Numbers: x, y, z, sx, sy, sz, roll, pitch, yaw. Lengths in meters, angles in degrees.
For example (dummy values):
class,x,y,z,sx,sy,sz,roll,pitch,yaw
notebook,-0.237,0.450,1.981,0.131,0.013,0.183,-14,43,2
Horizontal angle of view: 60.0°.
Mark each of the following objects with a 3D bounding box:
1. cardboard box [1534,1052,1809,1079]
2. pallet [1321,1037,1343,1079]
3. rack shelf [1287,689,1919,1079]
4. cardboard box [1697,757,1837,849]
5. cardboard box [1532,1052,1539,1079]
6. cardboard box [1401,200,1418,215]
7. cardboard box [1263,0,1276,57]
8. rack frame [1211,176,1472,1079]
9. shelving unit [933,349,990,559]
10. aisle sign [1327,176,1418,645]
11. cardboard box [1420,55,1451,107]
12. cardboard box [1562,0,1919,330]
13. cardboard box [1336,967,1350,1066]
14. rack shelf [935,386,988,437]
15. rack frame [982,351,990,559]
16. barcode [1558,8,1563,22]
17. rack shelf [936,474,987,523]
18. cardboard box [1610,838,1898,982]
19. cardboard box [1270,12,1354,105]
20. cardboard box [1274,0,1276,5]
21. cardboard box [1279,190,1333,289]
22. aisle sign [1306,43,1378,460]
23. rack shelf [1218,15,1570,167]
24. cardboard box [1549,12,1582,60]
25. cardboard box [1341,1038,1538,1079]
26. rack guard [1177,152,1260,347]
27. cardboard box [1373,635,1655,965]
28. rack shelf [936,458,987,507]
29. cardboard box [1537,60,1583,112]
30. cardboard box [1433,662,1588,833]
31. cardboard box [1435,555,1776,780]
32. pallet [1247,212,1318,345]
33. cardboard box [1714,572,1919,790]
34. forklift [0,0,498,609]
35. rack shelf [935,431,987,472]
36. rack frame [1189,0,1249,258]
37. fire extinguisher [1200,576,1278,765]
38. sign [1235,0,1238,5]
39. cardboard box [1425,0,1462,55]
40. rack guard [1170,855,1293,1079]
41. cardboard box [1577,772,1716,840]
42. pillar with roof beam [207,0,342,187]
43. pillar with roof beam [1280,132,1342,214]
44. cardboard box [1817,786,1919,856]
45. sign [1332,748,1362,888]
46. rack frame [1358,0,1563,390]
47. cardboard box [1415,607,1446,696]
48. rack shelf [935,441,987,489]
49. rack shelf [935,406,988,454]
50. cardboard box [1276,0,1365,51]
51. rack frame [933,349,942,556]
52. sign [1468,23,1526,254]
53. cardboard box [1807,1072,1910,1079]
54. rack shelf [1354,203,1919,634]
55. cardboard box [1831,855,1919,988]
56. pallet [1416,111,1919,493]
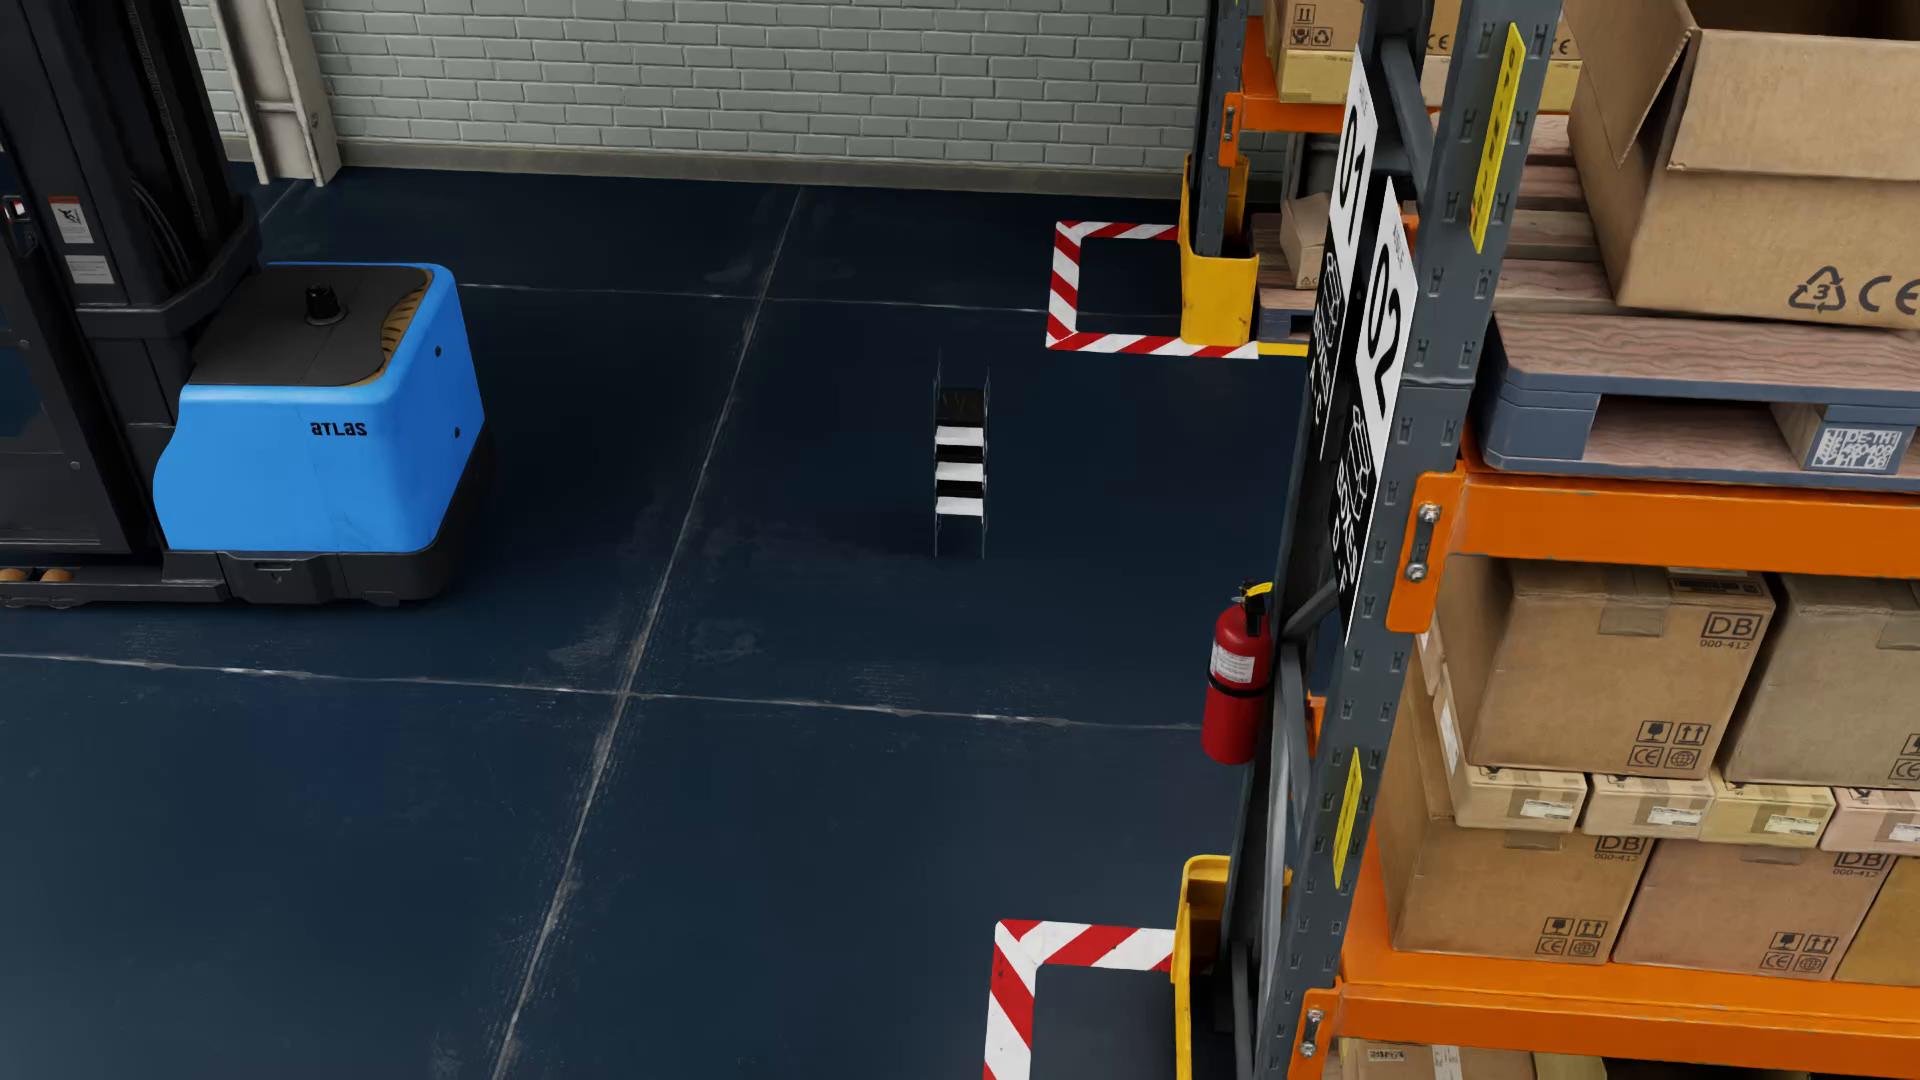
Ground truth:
class,x,y,z,sx,sy,sz,roll,pitch,yaw
cardboard box,1.862,1.400,4.406,0.500,0.500,0.500,3,39,4
pallet,1.614,1.689,5.008,1.213,0.211,1.003,3,39,4
rack shelf,2.841,0.980,4.240,4.000,0.370,1.077,3,39,4
cardboard box,1.733,0.486,3.684,0.250,0.149,0.380,3,39,4
cardboard box,1.862,1.689,4.644,0.500,0.250,0.500,3,39,4
cardboard box,2.522,-1.526,8.530,0.500,0.311,0.500,6,40,8
cardboard box,1.755,-2.570,8.134,0.500,0.250,0.500,4,39,4
rack frame,0.849,0.592,4.147,0.127,3.000,1.000,3,39,4
shelving unit,0.008,-0.349,6.965,0.210,0.900,0.258,3,39,4
aisle sign,0.757,-0.227,3.094,0.004,0.787,0.394,3,39,4
cardboard box,2.250,-2.228,7.714,0.500,0.250,0.500,2,39,2
cardboard box,1.421,-0.795,2.949,0.637,0.503,0.797,6,39,7
cardboard box,1.409,1.339,5.075,0.500,0.250,0.500,3,39,4
rack shelf,0.008,-0.532,6.816,0.200,0.077,0.258,3,39,4
rack frame,0.109,-0.343,6.959,0.006,0.900,0.240,3,39,4
barcode,1.191,-1.083,3.369,0.075,0.075,0.001,3,39,4
rack shelf,0.008,-0.183,7.100,0.200,0.077,0.258,3,39,4
cardboard box,1.836,0.612,4.043,0.500,0.500,0.700,4,39,5
cardboard box,1.731,-2.247,7.738,0.500,0.250,0.500,2,39,3
cardboard box,1.761,-2.872,7.911,0.500,0.500,0.500,3,39,3
cardboard box,1.954,-1.557,8.569,0.500,0.311,0.500,-1,39,-1
aisle sign,0.809,-0.605,3.557,0.004,0.787,0.394,3,39,4
rack shelf,3.265,-2.136,8.068,4.000,0.370,1.077,3,39,4
cardboard box,2.728,-2.484,7.434,0.500,0.500,0.500,2,39,2
cardboard box,1.364,1.665,4.674,0.500,0.250,0.500,3,39,4
rack guard,1.348,-1.550,8.758,0.348,0.500,1.175,3,39,4
cardboard box,1.313,0.587,4.074,0.500,0.500,0.700,3,39,4
rack shelf,0.008,-0.253,7.043,0.200,0.077,0.258,3,39,4
cardboard box,2.757,-2.196,7.675,0.500,0.250,0.500,3,39,3
cardboard box,1.221,0.458,3.718,0.250,0.149,0.380,3,39,4
cardboard box,1.366,0.086,3.661,0.500,0.500,0.700,3,39,4
pallet,2.155,-1.372,8.768,1.213,0.211,1.003,3,39,4
cardboard box,1.890,0.112,3.630,0.500,0.500,0.700,2,39,3
forklift,-3.630,-1.186,6.385,3.031,2.935,1.130,1,39,1
rack shelf,0.008,-0.393,6.930,0.200,0.077,0.258,3,39,4
rack frame,1.273,-2.524,7.974,0.127,3.000,1.000,3,39,4
fire extinguisher,0.771,0.323,4.538,0.183,0.674,0.296,3,39,4
sign,1.226,-2.518,7.282,0.005,0.325,0.100,3,39,4
cardboard box,2.214,-2.516,7.474,0.500,0.500,0.500,3,39,4
rack guard,0.825,1.560,4.937,0.348,0.500,1.175,3,39,4
cardboard box,1.485,0.471,3.702,0.250,0.149,0.380,2,39,3
pillar with roof beam,-4.304,-2.976,3.777,0.400,9.000,9.100,3,39,4
pillar with roof beam,1.673,-2.649,3.376,0.400,9.000,9.100,3,39,4
cardboard box,1.984,0.501,3.666,0.250,0.149,0.380,3,39,3
sign,0.795,0.574,3.420,0.005,0.325,0.100,3,39,4
rack frame,0.849,-1.735,2.253,0.127,3.000,1.000,3,39,4
cardboard box,1.246,0.203,4.032,0.250,0.149,0.380,3,39,3
rack shelf,0.008,-0.323,6.986,0.200,0.077,0.258,3,39,4
rack shelf,0.008,-0.462,6.873,0.200,0.077,0.258,3,39,4
cardboard box,1.722,-2.549,7.515,0.500,0.500,0.500,3,39,4
rack frame,-0.093,-0.354,6.972,0.006,0.900,0.240,3,39,4
sign,0.795,-0.592,2.470,0.005,0.325,0.100,3,39,4
cardboard box,2.362,1.419,4.382,0.500,0.500,0.500,3,39,4
rack shelf,2.841,-0.183,3.293,4.000,0.370,1.077,3,39,4
cardboard box,2.331,0.643,4.005,0.500,0.500,0.700,3,39,4
pallet,1.551,-0.482,3.160,1.213,0.211,1.003,3,39,4
